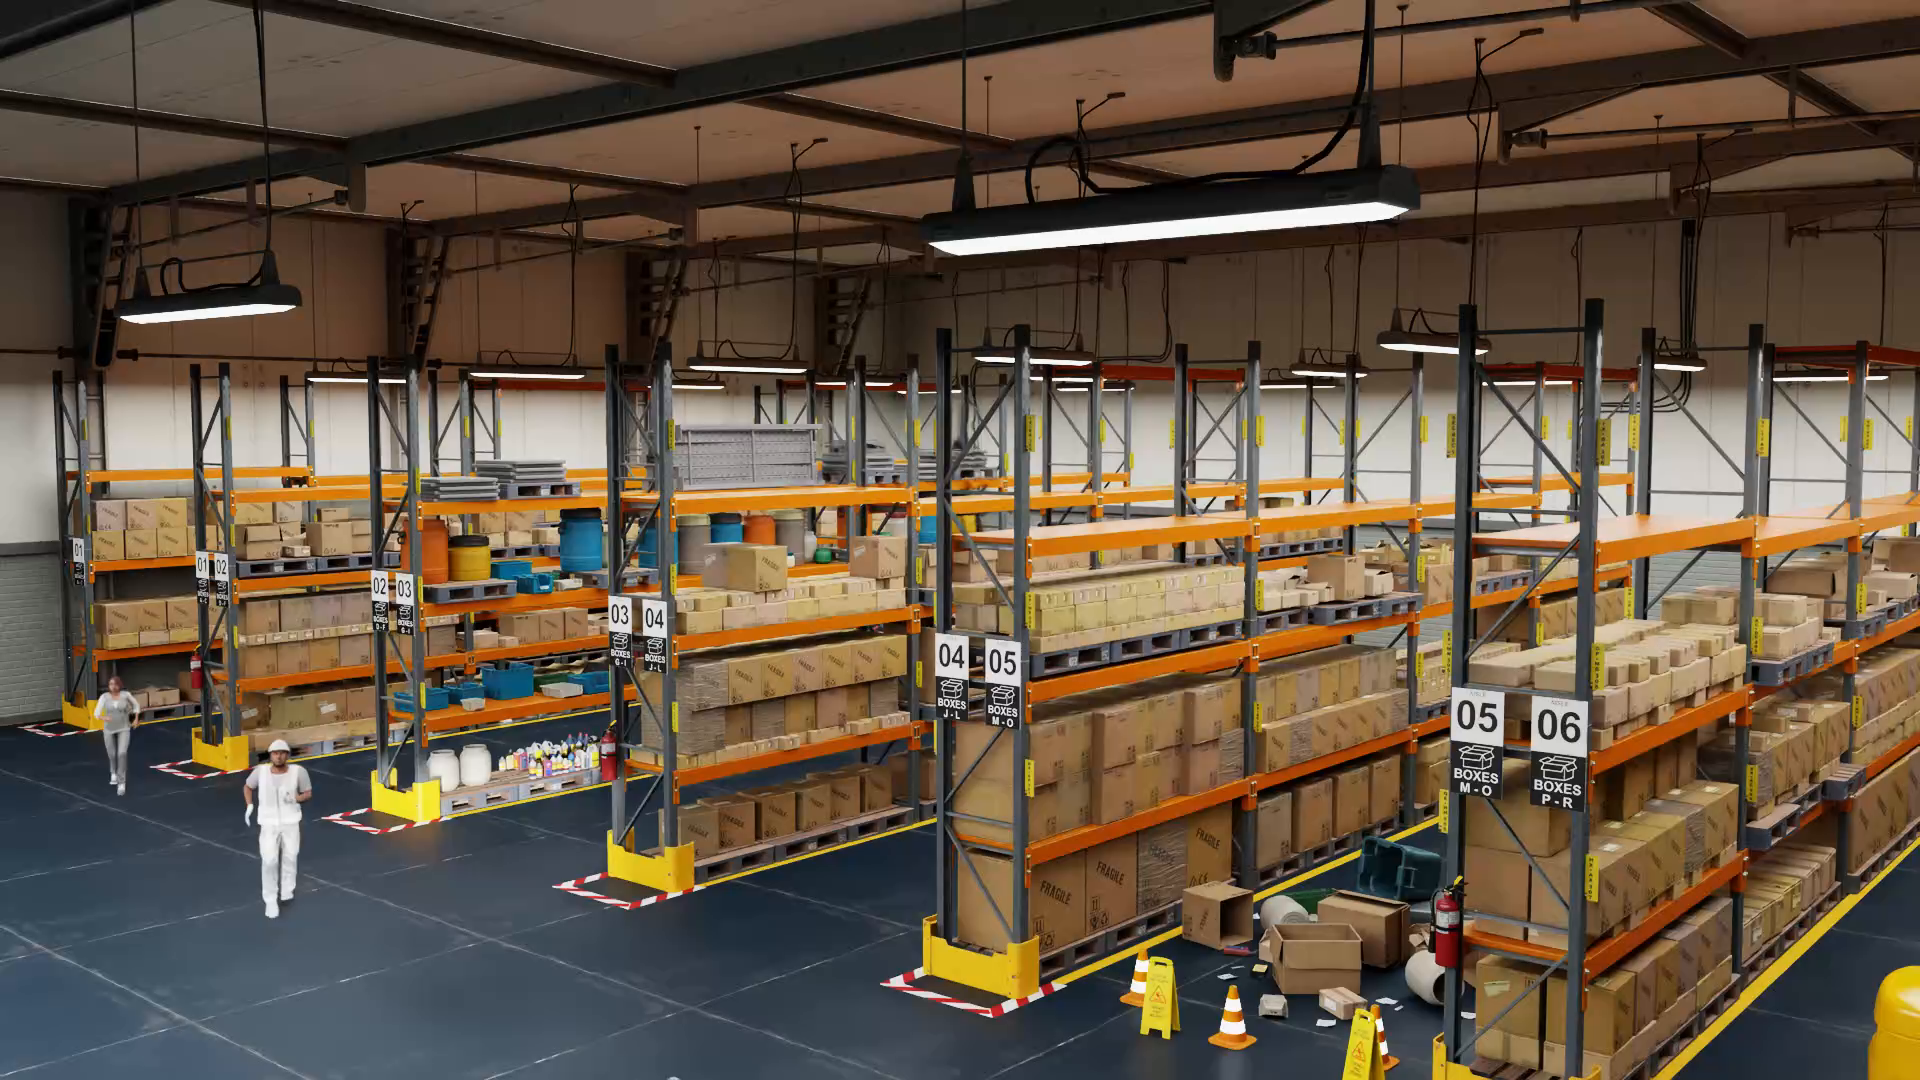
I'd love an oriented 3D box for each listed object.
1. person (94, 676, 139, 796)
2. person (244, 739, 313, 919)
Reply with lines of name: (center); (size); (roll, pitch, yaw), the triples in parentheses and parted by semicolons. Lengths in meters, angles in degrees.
person: (-11.743, 2.690, 23.171); (0.557, 1.630, 0.762); (-2, 4, -22)
person: (-7.154, 3.013, 17.483); (0.657, 1.840, 0.770); (-2, 5, -25)
